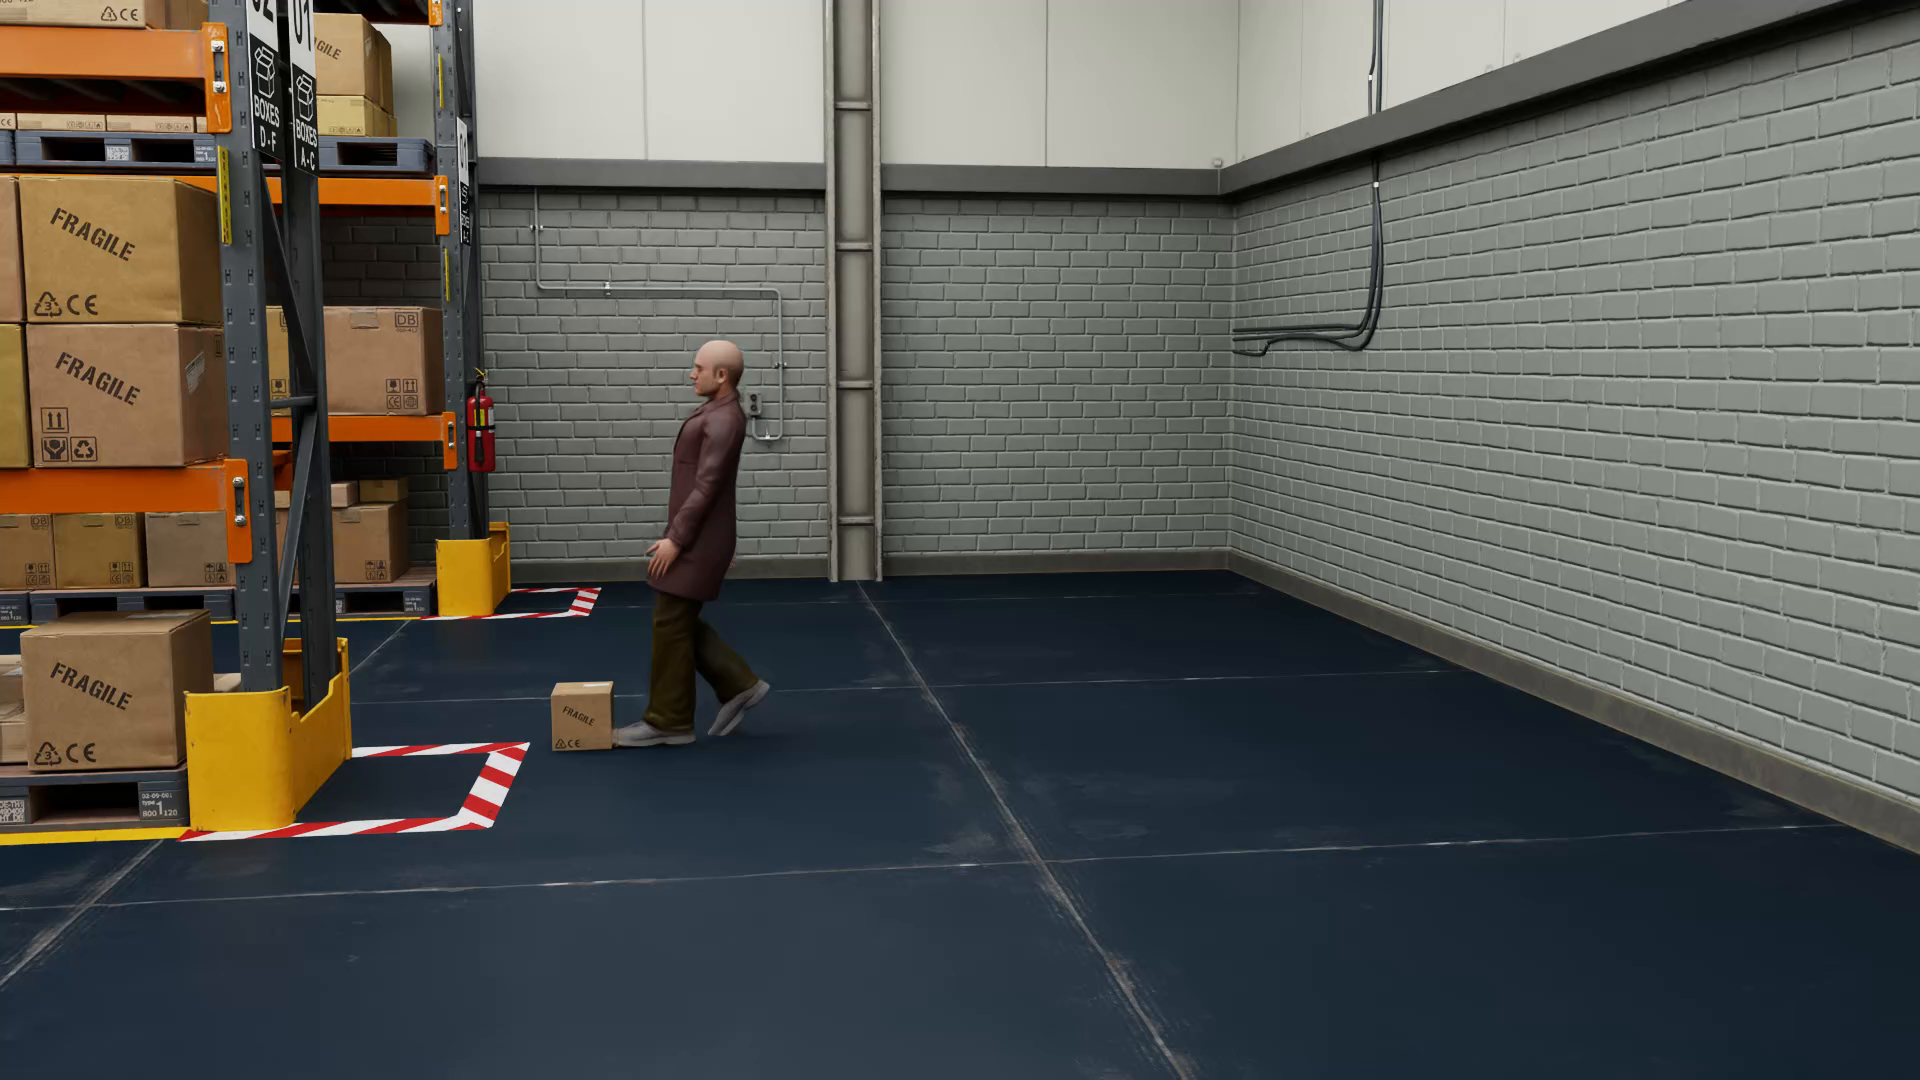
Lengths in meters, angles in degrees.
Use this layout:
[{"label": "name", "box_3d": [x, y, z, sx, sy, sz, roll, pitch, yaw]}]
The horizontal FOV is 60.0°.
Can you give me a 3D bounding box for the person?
[{"label": "person", "box_3d": [-1.187, 0.032, 7.257, 0.708, 1.793, 0.606, -1, 6, -8]}]
